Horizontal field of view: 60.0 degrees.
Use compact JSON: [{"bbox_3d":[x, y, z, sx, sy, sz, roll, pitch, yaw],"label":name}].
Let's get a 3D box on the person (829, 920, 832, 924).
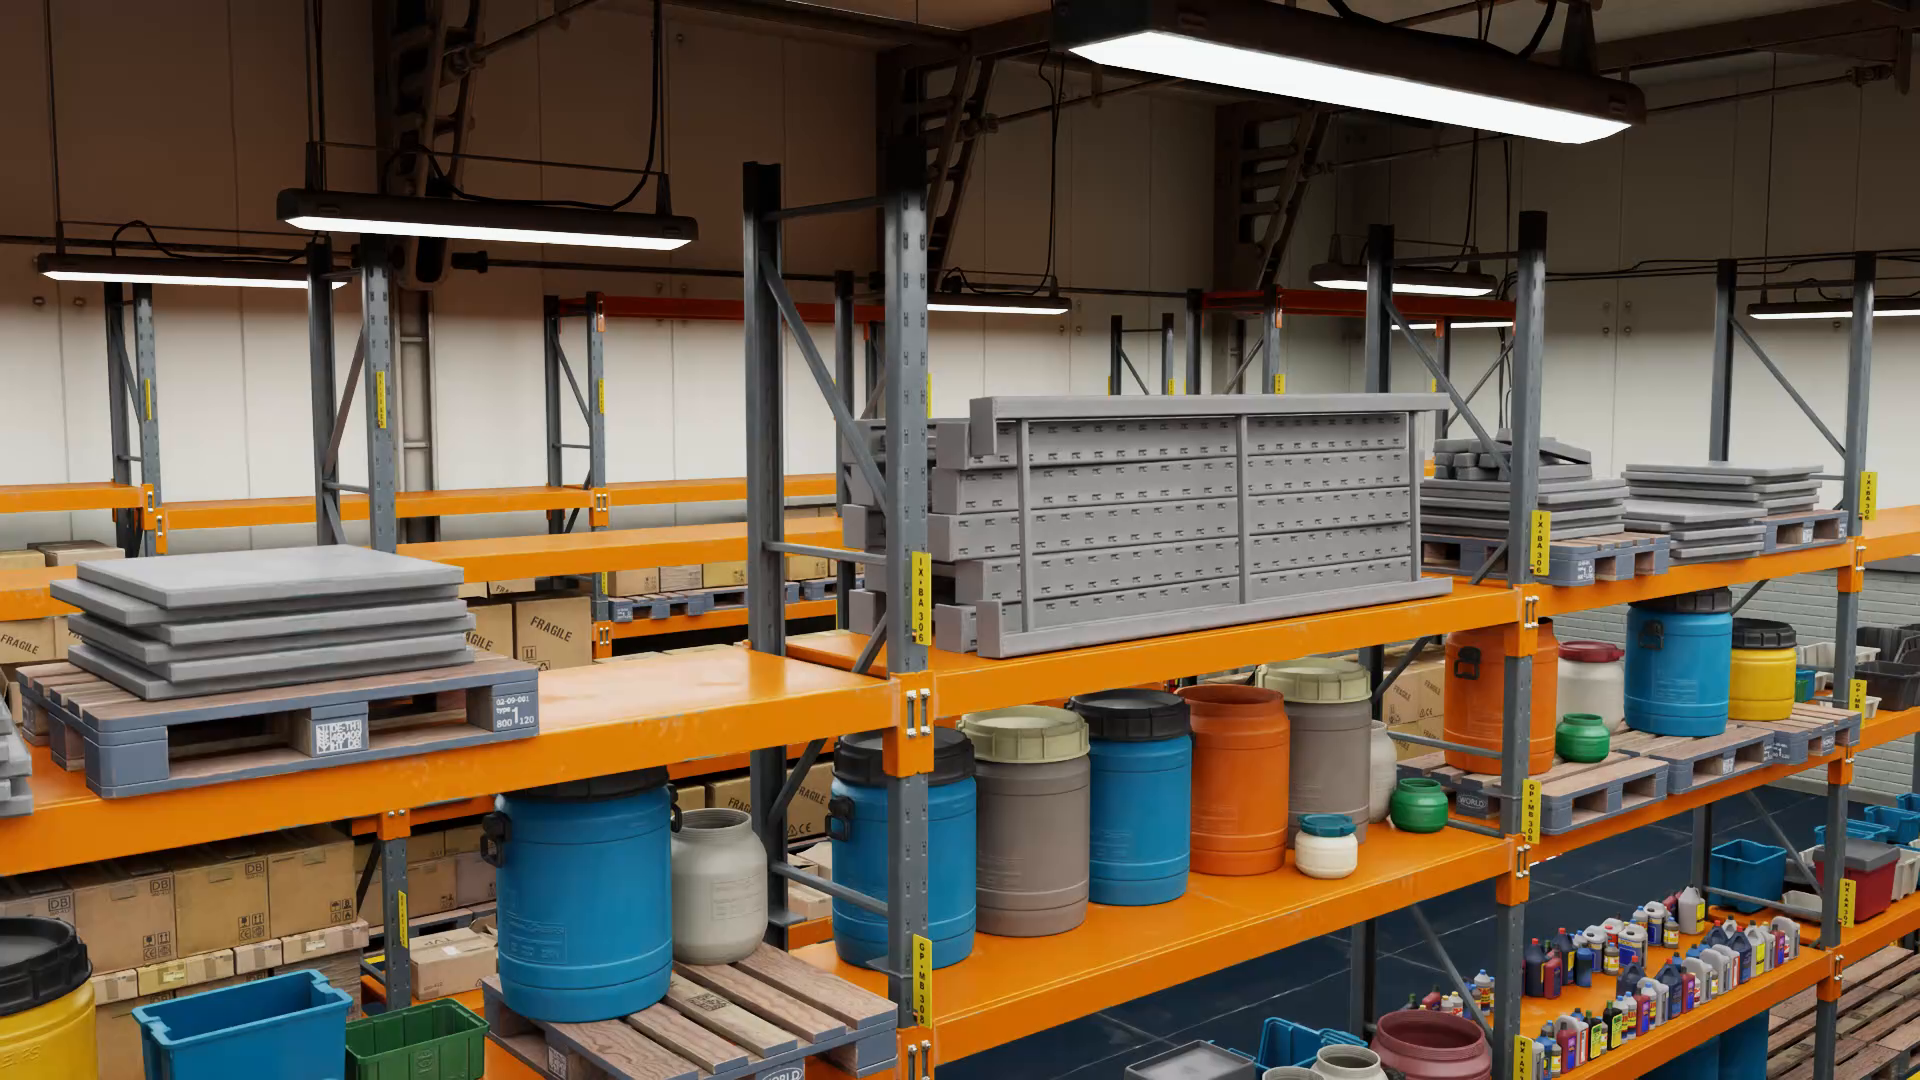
[{"bbox_3d":[-0.725,3.235,10.880,0.399,1.773,0.598,3,6,28],"label":"person"}]
